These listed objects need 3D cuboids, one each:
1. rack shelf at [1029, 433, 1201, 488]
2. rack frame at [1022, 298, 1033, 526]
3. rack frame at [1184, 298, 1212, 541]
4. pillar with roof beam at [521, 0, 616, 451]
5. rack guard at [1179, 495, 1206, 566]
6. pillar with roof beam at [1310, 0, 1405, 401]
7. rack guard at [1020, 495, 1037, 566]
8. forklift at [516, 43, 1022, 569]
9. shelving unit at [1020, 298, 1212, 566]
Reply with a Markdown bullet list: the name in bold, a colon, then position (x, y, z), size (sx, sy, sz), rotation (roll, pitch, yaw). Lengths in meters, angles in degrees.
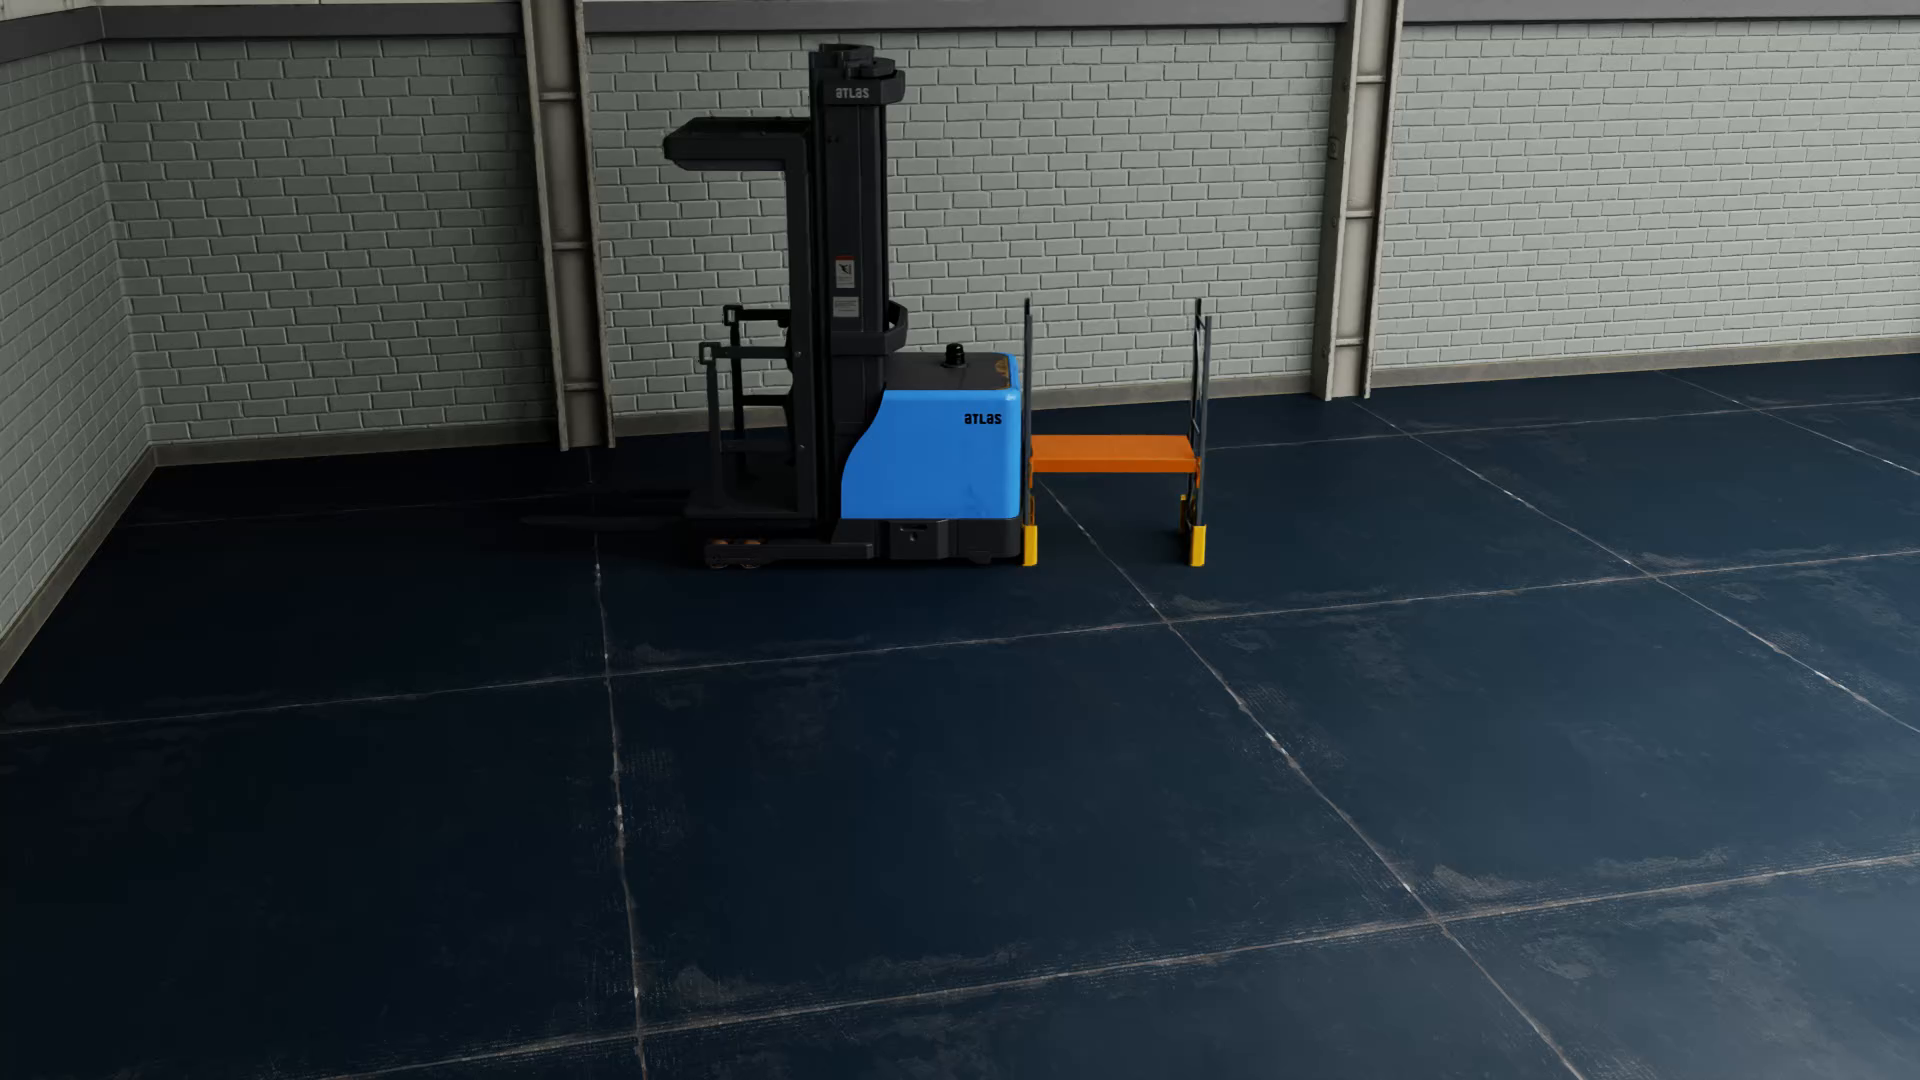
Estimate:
- **rack shelf**: position (0.905, -0.481, 9.970), size (1.000, 0.185, 0.538), rotation (0, 20, 0)
- **rack frame**: position (0.397, -0.651, 9.911), size (0.032, 1.500, 0.500), rotation (0, 20, 0)
- **rack frame**: position (1.414, -0.649, 9.905), size (0.032, 1.500, 0.500), rotation (0, 20, 0)
- **pillar with roof beam**: position (-1.757, -3.496, 6.776), size (0.400, 9.000, 9.100), rotation (-5, 21, -12)
- **rack guard**: position (1.413, -0.062, 10.120), size (0.087, 0.250, 0.587), rotation (0, 20, 0)
- **pillar with roof beam**: position (4.082, -3.971, 8.072), size (0.400, 9.000, 9.100), rotation (-5, 21, -12)
- **rack guard**: position (0.417, -0.064, 10.126), size (0.087, 0.250, 0.587), rotation (0, 20, 0)
- **forklift**: position (-1.147, -1.387, 9.840), size (3.031, 2.935, 1.130), rotation (0, 20, 0)
- **shelving unit**: position (0.915, -0.650, 9.908), size (1.083, 1.500, 0.587), rotation (0, 20, 0)
